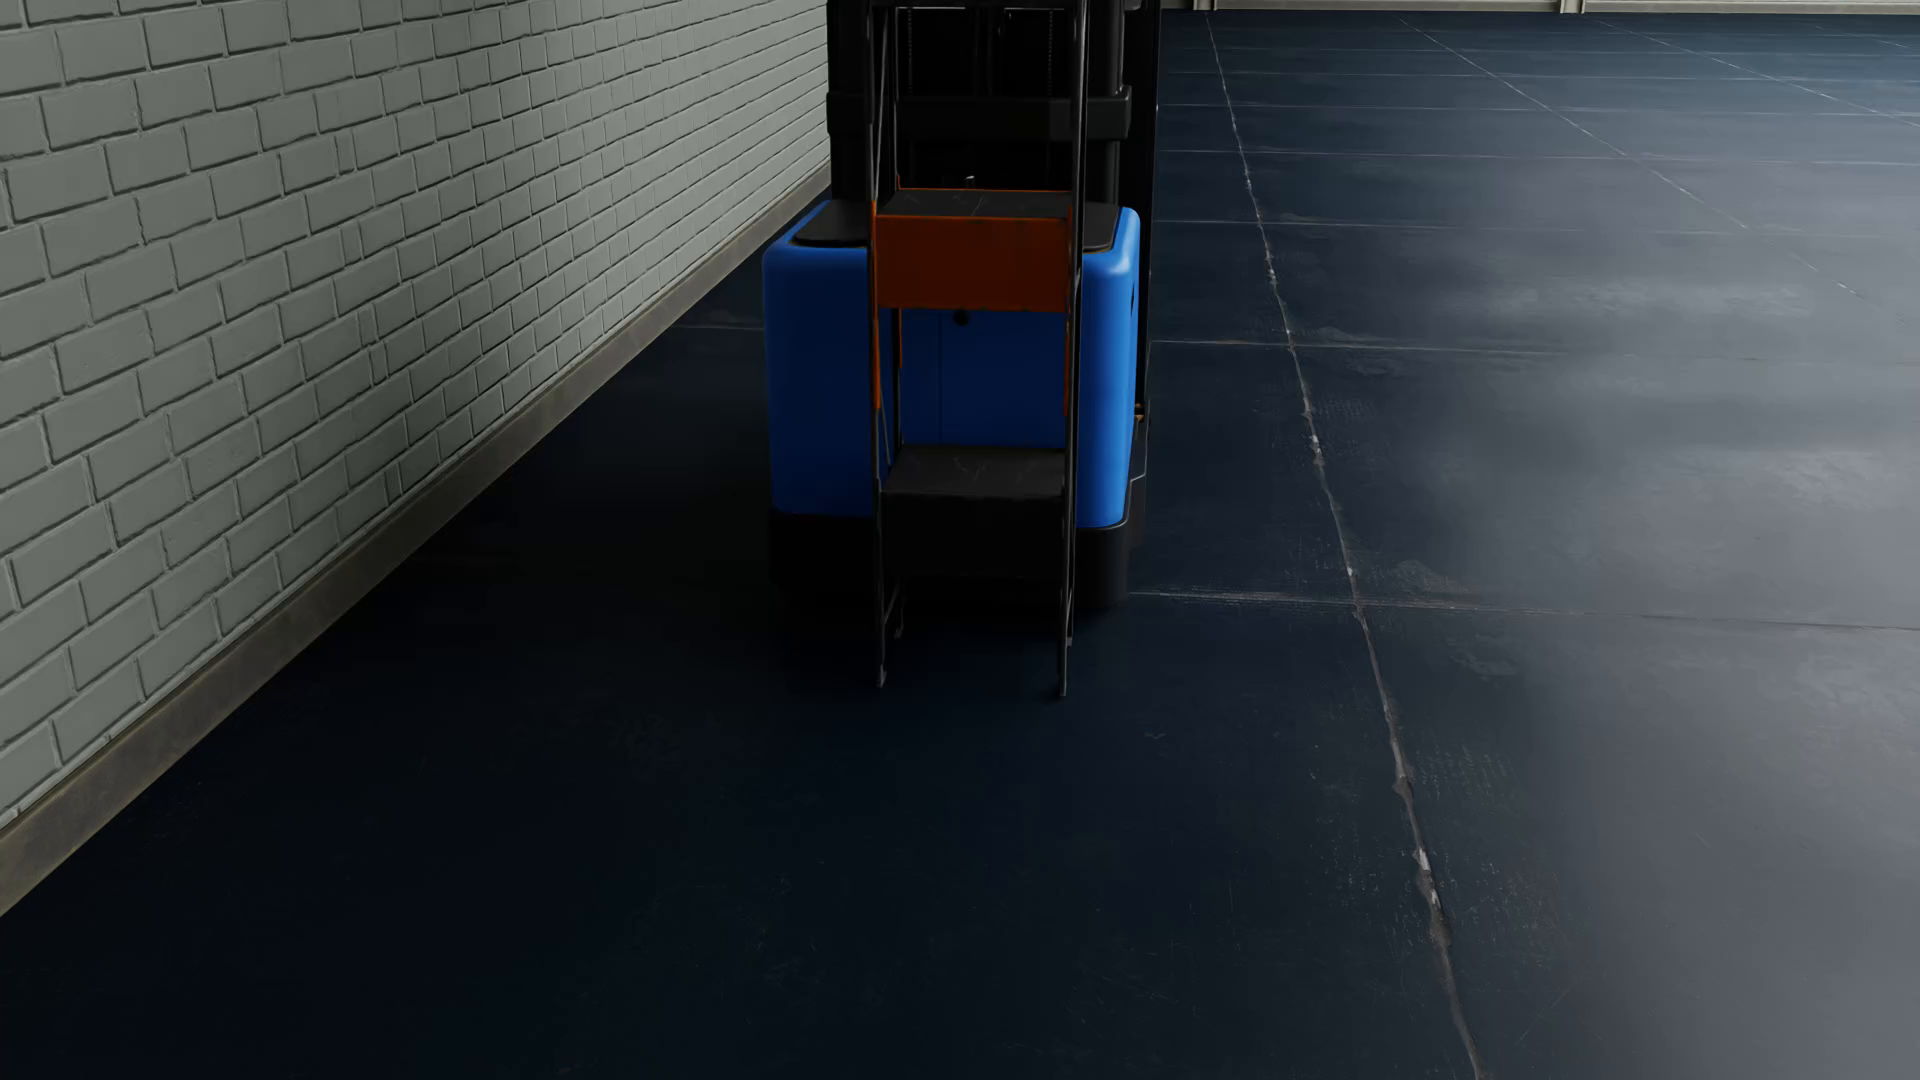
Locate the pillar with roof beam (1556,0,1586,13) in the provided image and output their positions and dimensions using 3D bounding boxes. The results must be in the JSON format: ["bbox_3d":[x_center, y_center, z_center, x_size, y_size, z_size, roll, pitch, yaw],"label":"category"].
[{"bbox_3d":[9.605,-11.359,21.932,0.400,9.000,9.100,2,22,6],"label":"pillar with roof beam"}]

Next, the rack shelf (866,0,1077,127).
[{"bbox_3d":[0.048,-1.279,3.953,0.480,0.518,0.431,2,22,6],"label":"rack shelf"}]

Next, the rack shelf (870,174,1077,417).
[{"bbox_3d":[0.048,-0.628,4.210,0.480,0.518,0.431,2,22,6],"label":"rack shelf"}]

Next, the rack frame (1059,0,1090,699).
[{"bbox_3d":[0.291,-0.631,4.179,0.015,2.100,0.400,2,22,6],"label":"rack frame"}]

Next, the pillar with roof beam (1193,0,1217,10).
[{"bbox_3d":[3.647,-11.619,22.589,0.400,9.000,9.100,2,22,6],"label":"pillar with roof beam"}]

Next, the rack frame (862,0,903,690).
[{"bbox_3d":[-0.194,-0.651,4.231,0.015,2.100,0.400,2,22,6],"label":"rack frame"}]

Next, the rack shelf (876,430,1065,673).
[{"bbox_3d":[0.048,0.023,4.467,0.480,0.518,0.431,2,22,6],"label":"rack shelf"}]

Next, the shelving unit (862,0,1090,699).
[{"bbox_3d":[0.048,-0.641,4.205,0.503,2.100,0.431,2,22,6],"label":"shelving unit"}]

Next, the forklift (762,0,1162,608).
[{"bbox_3d":[0.141,-1.674,5.686,1.130,2.935,3.031,3,22,7],"label":"forklift"}]
